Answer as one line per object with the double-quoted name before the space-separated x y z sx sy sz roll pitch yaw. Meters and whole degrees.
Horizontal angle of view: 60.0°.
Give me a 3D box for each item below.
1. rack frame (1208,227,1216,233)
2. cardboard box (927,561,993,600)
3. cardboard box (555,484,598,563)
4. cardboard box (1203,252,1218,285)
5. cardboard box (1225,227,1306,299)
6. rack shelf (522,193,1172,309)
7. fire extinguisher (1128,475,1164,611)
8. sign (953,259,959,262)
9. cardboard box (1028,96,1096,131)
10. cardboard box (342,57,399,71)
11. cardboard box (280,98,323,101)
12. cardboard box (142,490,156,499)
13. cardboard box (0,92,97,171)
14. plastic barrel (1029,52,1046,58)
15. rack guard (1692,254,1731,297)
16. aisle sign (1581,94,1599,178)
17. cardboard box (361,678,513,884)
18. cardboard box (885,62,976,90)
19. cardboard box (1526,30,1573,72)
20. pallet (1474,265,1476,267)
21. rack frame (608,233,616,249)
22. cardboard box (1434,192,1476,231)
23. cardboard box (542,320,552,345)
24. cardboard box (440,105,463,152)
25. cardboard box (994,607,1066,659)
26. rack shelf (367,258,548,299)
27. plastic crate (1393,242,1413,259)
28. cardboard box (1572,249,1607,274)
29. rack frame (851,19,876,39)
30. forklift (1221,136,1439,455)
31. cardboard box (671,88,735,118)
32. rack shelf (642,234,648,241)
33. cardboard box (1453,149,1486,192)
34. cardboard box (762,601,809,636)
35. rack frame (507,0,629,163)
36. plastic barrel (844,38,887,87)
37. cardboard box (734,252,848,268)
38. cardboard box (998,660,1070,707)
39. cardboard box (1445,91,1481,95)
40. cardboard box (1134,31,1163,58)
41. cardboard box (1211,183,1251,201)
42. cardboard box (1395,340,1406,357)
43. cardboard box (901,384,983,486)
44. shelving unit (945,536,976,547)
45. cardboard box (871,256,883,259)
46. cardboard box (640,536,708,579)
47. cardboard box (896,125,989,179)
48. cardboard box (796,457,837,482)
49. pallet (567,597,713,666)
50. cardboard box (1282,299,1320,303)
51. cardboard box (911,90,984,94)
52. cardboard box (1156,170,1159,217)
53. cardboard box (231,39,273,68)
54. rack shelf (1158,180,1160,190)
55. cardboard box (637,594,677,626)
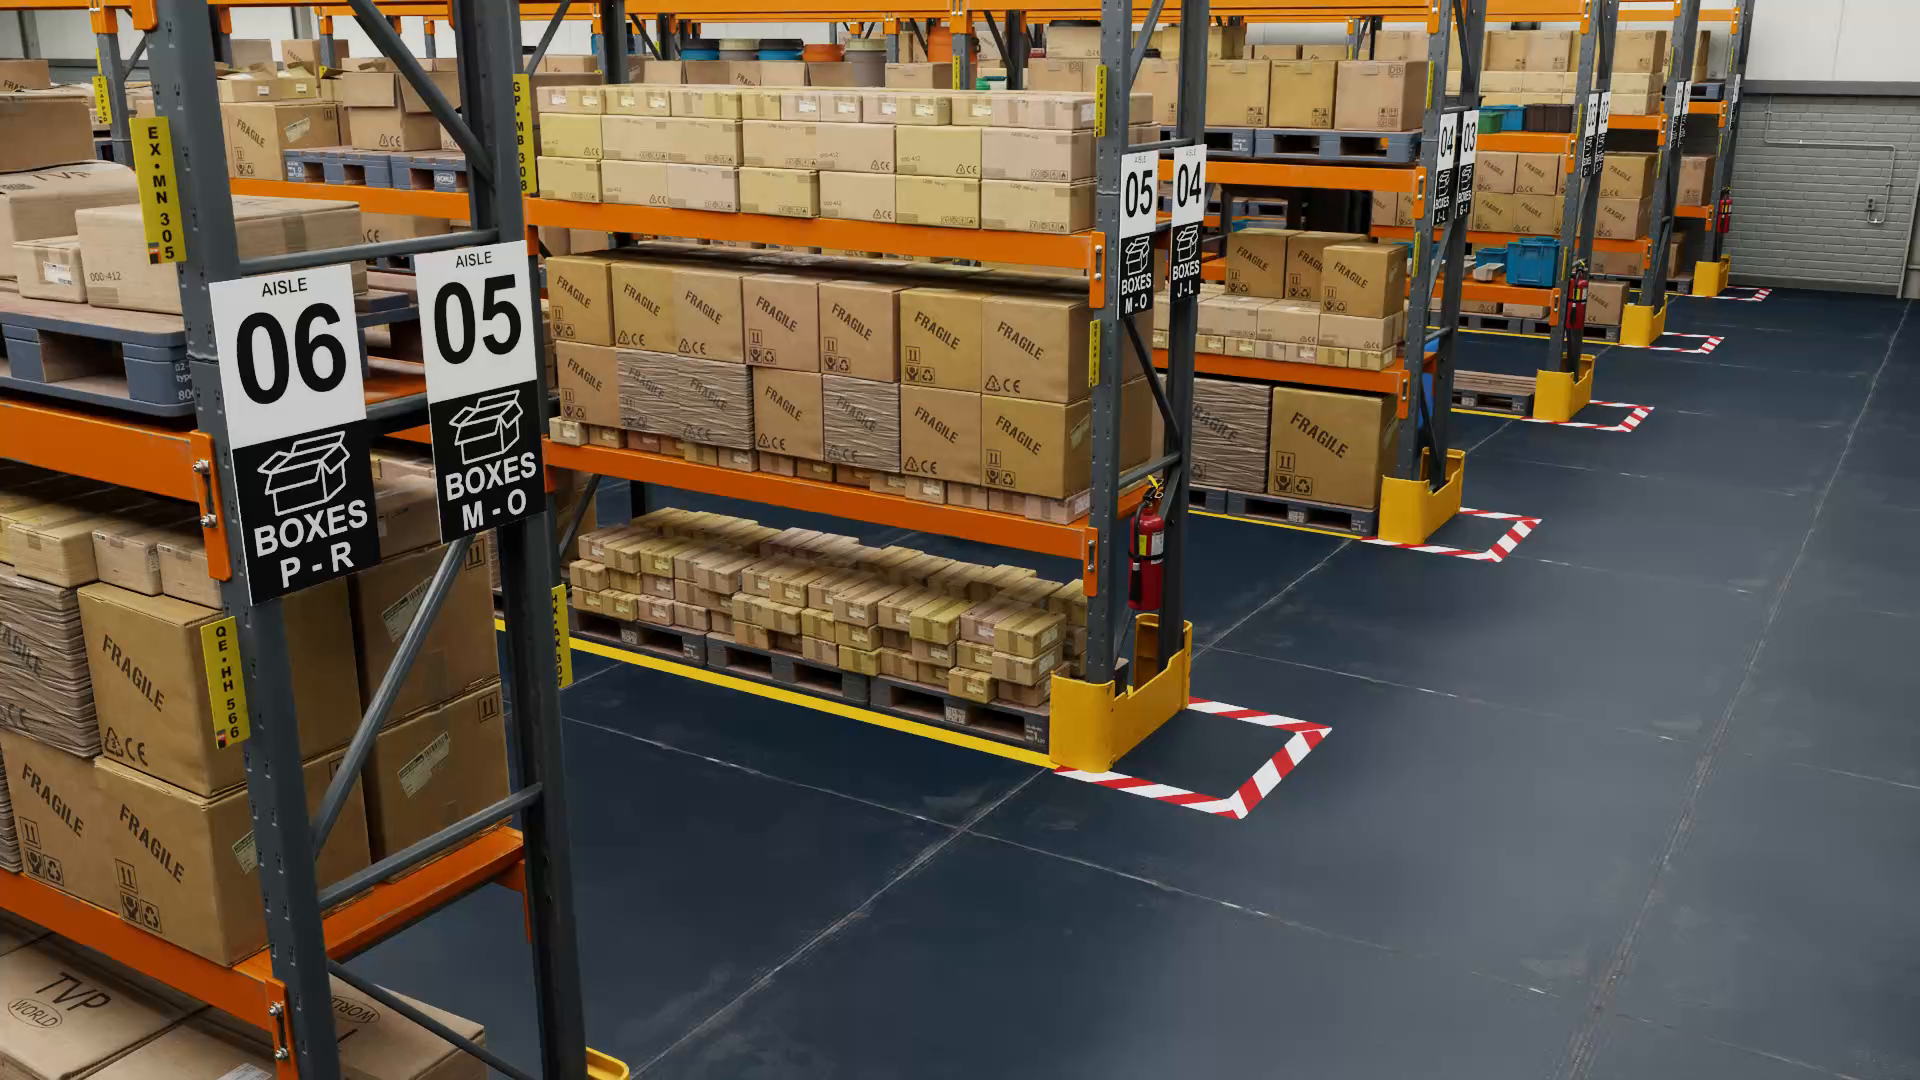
"rack frame" 4.615 -6.460 28.988 0.127 3.000 1.000 10 20 30
"cardboard box" 0.004 0.265 10.006 0.250 0.149 0.380 9 19 27
"cardboard box" -2.926 -0.141 11.764 0.500 0.500 0.500 11 20 32
"cardboard box" 3.585 -3.873 24.016 0.500 0.500 0.500 9 19 28
"cardboard box" 2.516 -2.286 13.701 0.500 0.500 0.500 10 19 29
"rack shelf" -0.731 -1.745 9.543 4.000 0.370 1.077 10 20 30
"fire extinguisher" 0.946 0.018 8.436 0.183 0.674 0.296 10 20 30
"sign" -0.029 -2.552 14.265 0.005 0.325 0.100 10 20 30
"cardboard box" 0.536 -2.121 8.255 0.250 0.149 0.380 10 20 30
"cardboard box" -6.222 -4.978 18.047 0.637 0.503 0.797 9 19 27
"cardboard box" -4.792 -2.953 12.109 0.500 0.500 0.500 10 20 30
"cardboard box" -2.596 -0.220 5.438 0.250 0.149 0.380 10 20 31
"cardboard box" -3.171 -1.184 5.392 0.500 0.500 0.500 11 20 31
"plastic barrel" 1.020 -5.475 19.629 0.433 0.535 0.433 0 17 0
"rack guard" 11.452 -4.044 25.333 0.348 0.500 1.175 10 20 30
"aisle sign" 6.155 -3.950 16.252 0.004 0.787 0.394 10 20 30
"cardboard box" -1.790 0.699 5.246 0.500 0.500 0.500 10 20 30
"cardboard box" -0.253 -3.941 14.640 0.500 0.500 0.700 11 20 31
"cardboard box" 7.532 -6.198 21.072 0.500 0.500 0.700 10 20 30
"pallet" 8.630 -4.382 26.946 1.213 0.211 1.003 10 20 30
"rack frame" -3.162 -2.780 16.872 0.127 3.000 1.000 10 20 30
"cardboard box" 6.589 -4.373 21.946 0.500 0.500 0.500 10 20 30
"cardboard box" -2.880 -1.337 10.806 0.250 0.149 0.380 11 20 33
"cardboard box" -3.076 -2.738 11.003 0.500 0.311 0.500 10 19 29
"cardboard box" 0.389 0.511 9.198 0.250 0.149 0.380 10 20 31
"rack shelf" -4.866 -2.740 17.978 4.000 0.370 1.077 10 20 30
"plastic crate" 4.831 -3.103 18.122 0.300 0.233 0.416 10 20 30
"cardboard box" 9.928 -4.482 26.055 0.500 0.500 0.700 9 19 28
"rack frame" -1.383 -8.712 26.078 0.127 3.000 1.000 10 20 30
"forklift" 3.060 -2.429 15.836 3.031 2.935 1.130 9 19 28
"cardboard box" -1.428 -2.489 9.465 0.250 0.149 0.380 9 19 28
"rack shelf" -5.683 -4.575 24.019 4.000 0.370 1.077 10 20 30
"cardboard box" 6.566 -4.853 21.803 0.500 0.500 0.500 9 19 28
"cardboard box" -0.976 0.428 9.981 0.250 0.149 0.380 10 20 31
"rack frame" -2.435 -3.829 10.004 0.127 3.000 1.000 10 20 30
"plastic barrel" -1.156 -5.860 20.990 0.600 0.901 0.600 0 17 0
"cardboard box" -1.021 -1.464 10.135 0.500 0.500 0.500 11 20 31
"cardboard box" 0.415 0.785 9.319 0.250 0.149 0.380 11 20 31
"cardboard box" 6.568 -5.699 21.579 0.500 0.250 0.500 10 20 30
"cardboard box" 2.828 -7.049 23.872 0.500 0.500 0.500 10 20 30
"cardboard box" 3.896 -5.127 23.703 0.500 0.500 0.700 5 18 16
"cardboard box" 3.525 -1.579 13.349 0.250 0.149 0.380 10 20 31
"cardboard box" 0.019 -0.624 9.092 0.500 0.500 0.500 10 19 29
"shelving unit" 0.046 -0.494 12.702 0.252 1.050 0.215 10 20 30
"cardboard box" -0.713 -2.300 15.119 0.500 0.500 0.500 11 20 32
"cardboard box" -1.805 0.107 10.528 0.250 0.149 0.380 10 19 29
"cardboard box" 0.011 -2.037 8.664 0.500 0.250 0.500 10 19 29
"cardboard box" -0.739 -0.463 9.678 0.250 0.149 0.380 11 20 31
"pallet" -1.845 0.469 10.973 1.213 0.211 1.003 10 20 30
"cardboard box" 2.941 -1.851 13.560 0.500 0.250 0.500 10 19 29
"cardboard box" -0.066 -2.402 9.178 0.250 0.149 0.380 11 20 32
"cardboard box" 0.724 -1.845 8.892 0.500 0.250 0.500 11 20 32
"cardboard box" -8.526 -5.688 19.742 0.500 0.500 0.500 10 20 30
"rack shelf" 2.910 -6.420 30.094 4.000 0.370 1.077 10 20 30
"cardboard box" -1.828 0.405 10.569 0.250 0.149 0.380 10 20 30
